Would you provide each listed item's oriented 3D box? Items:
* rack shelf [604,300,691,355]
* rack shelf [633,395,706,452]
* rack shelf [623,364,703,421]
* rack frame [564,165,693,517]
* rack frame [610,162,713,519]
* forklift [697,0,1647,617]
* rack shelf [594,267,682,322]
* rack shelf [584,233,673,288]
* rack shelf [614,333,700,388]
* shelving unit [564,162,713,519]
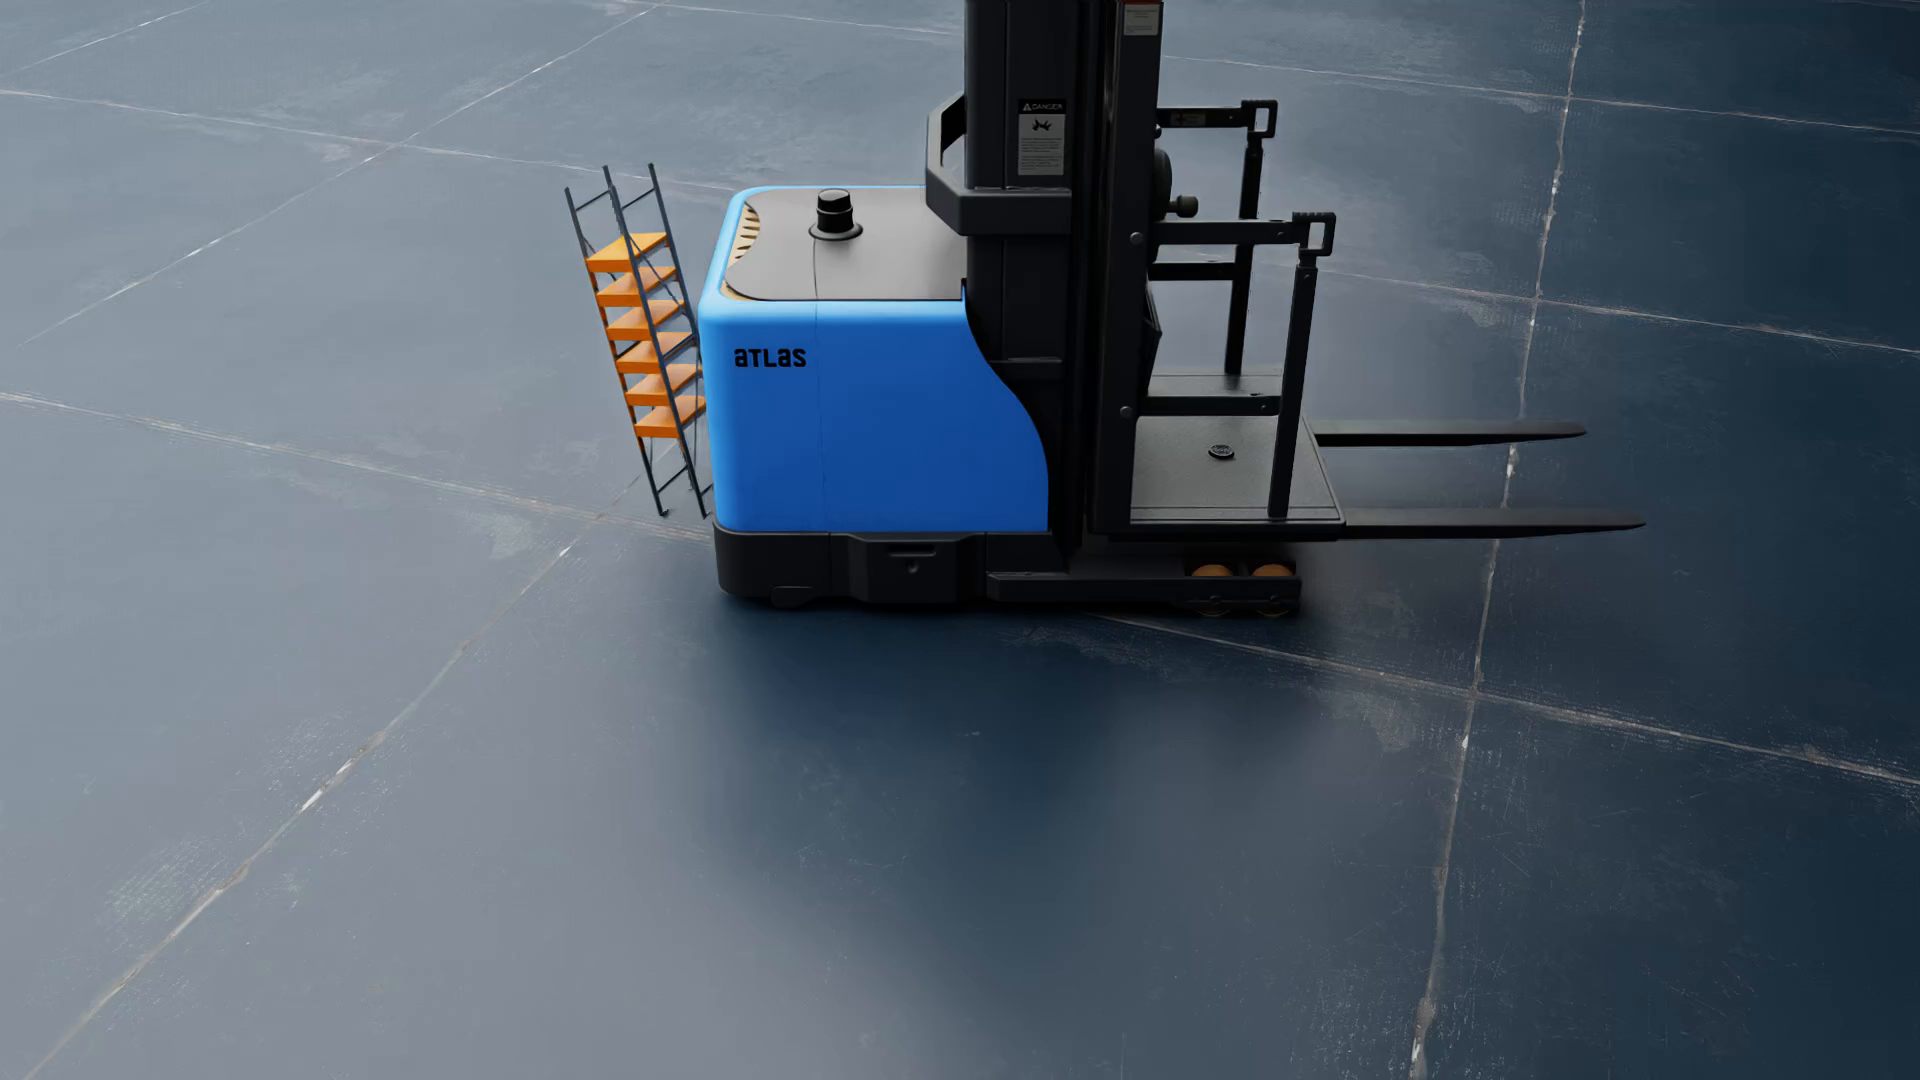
[{"bbox_3d":[-1.044,-0.722,5.610,0.180,0.103,0.258,4,31,26],"label":"rack shelf"},{"bbox_3d":[-0.983,-0.410,5.779,0.180,0.103,0.258,4,31,26],"label":"rack shelf"},{"bbox_3d":[-1.004,-0.514,5.723,0.180,0.103,0.258,4,31,26],"label":"rack shelf"},{"bbox_3d":[-1.114,-0.661,5.685,0.006,1.200,0.240,4,31,26],"label":"rack frame"},{"bbox_3d":[-0.949,-0.651,5.606,0.006,1.200,0.240,4,31,26],"label":"rack frame"},{"bbox_3d":[0.726,-1.274,5.022,3.031,2.935,1.130,0,33,0],"label":"forklift"},{"bbox_3d":[-1.065,-0.825,5.553,0.180,0.103,0.258,4,31,26],"label":"rack shelf"},{"bbox_3d":[-1.085,-0.929,5.497,0.180,0.103,0.258,4,31,26],"label":"rack shelf"},{"bbox_3d":[-1.024,-0.618,5.666,0.180,0.103,0.258,4,31,26],"label":"rack shelf"},{"bbox_3d":[-1.032,-0.656,5.645,0.189,1.200,0.258,4,31,26],"label":"shelving unit"}]
